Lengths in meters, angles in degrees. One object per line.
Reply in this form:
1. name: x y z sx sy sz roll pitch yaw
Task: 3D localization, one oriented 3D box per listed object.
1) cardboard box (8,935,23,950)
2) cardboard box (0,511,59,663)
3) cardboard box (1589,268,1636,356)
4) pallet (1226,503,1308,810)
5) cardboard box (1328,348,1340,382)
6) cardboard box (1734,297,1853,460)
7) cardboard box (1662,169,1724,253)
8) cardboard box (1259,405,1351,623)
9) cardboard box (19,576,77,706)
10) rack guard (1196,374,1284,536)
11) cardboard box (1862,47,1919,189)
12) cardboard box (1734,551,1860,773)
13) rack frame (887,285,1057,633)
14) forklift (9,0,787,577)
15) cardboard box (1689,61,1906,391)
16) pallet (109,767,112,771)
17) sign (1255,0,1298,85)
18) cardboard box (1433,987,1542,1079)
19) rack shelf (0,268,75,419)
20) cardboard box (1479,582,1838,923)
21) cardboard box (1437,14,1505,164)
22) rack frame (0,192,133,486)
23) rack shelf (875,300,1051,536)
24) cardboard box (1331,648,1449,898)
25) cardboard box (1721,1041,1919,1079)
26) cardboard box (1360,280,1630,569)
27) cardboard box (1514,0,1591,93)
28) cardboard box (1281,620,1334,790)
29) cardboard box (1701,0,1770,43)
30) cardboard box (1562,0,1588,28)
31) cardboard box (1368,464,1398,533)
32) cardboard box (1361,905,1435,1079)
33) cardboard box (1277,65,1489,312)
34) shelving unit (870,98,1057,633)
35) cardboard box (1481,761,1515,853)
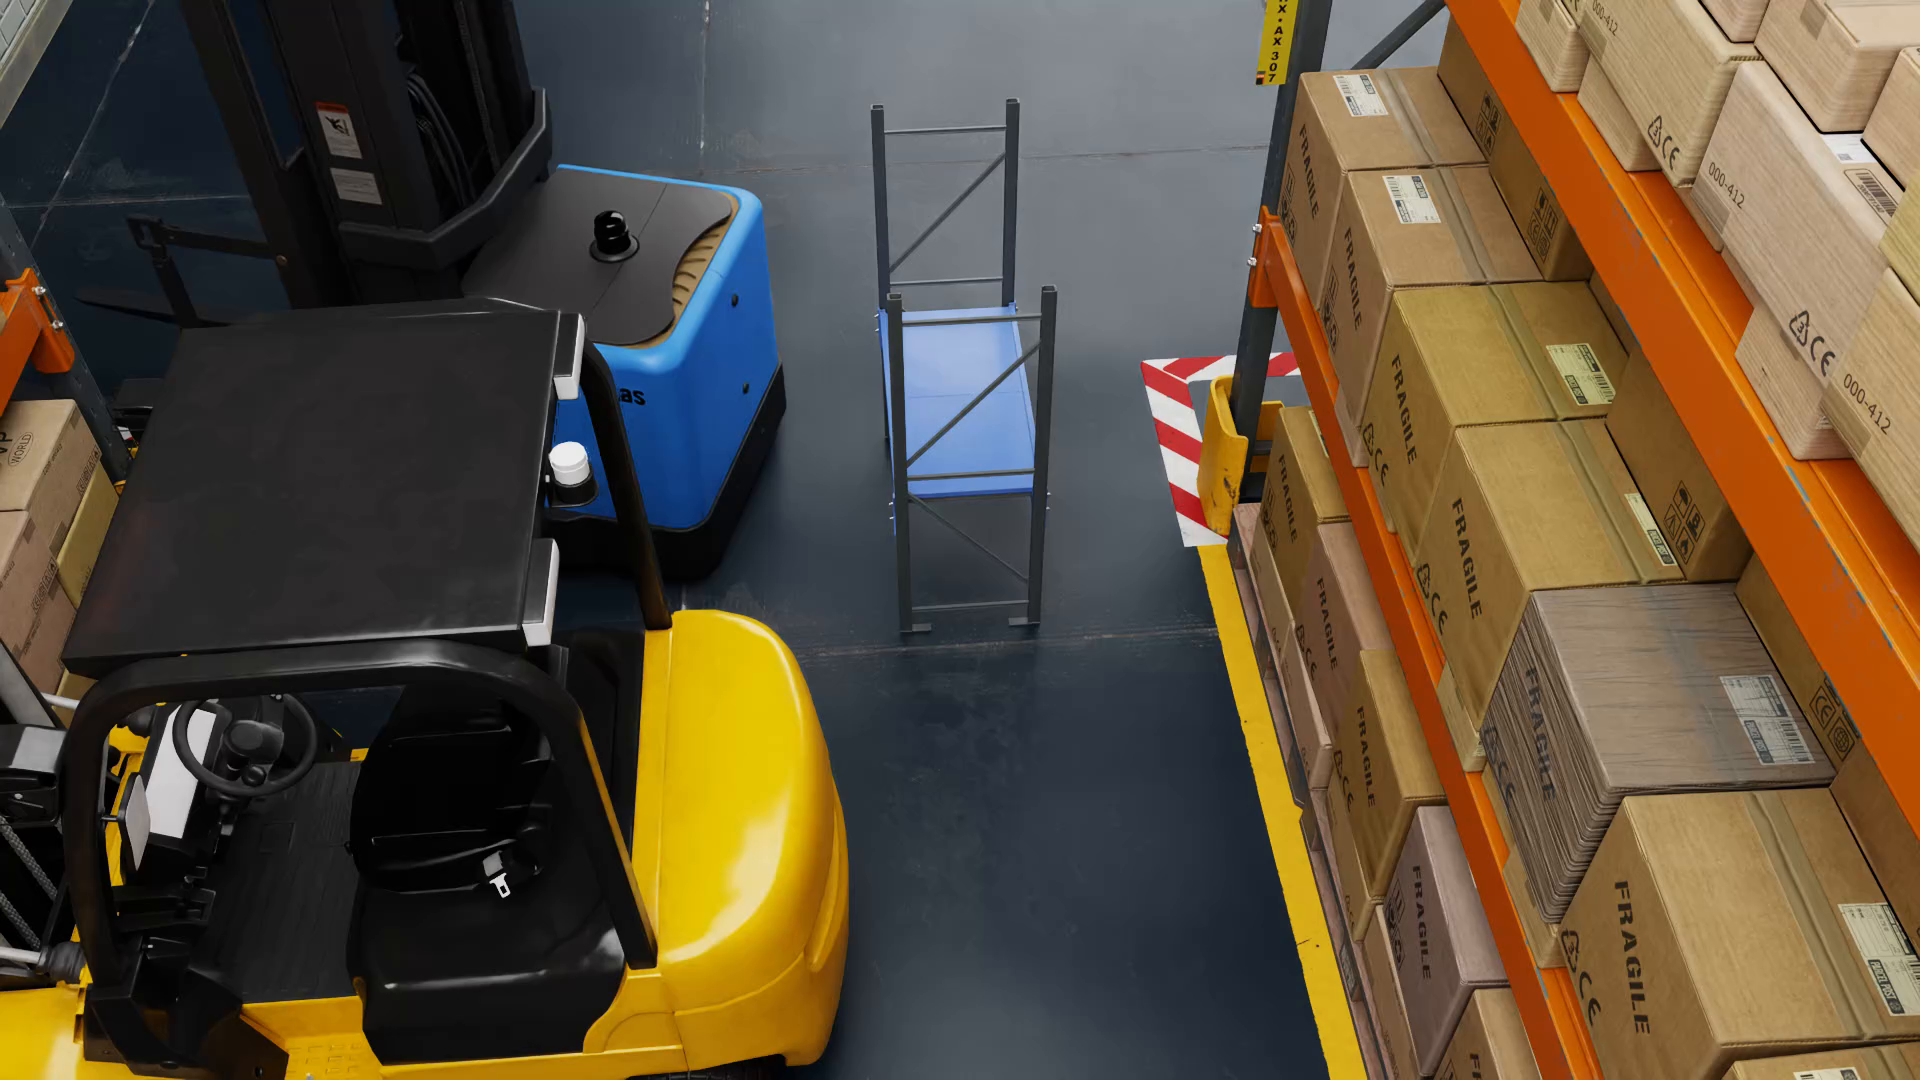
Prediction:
1. cardboard box: -2.957 1.265 4.591 0.500 0.250 0.500 -2 47 -2
2. cardboard box: -3.044 0.186 4.923 0.500 0.250 0.500 -3 47 -3
3. cardboard box: 1.945 -0.653 3.840 0.700 0.500 0.500 -4 47 -4
4. pallet: 1.543 0.345 5.778 1.003 0.211 1.213 -3 47 -3
5. cardboard box: 1.303 -0.535 4.864 0.380 0.149 0.250 -5 47 -5
6. cardboard box: 1.437 -0.265 2.542 0.380 0.149 0.250 -2 47 -2
7. cardboard box: 1.474 -0.644 2.901 0.380 0.149 0.250 -4 47 -4
8. cardboard box: 1.299 -0.098 5.365 0.500 0.500 0.500 -5 47 -5
9. cardboard box: -3.058 0.372 5.092 0.500 0.250 0.500 -4 47 -4
10. rack guard: 1.510 -0.344 6.232 1.175 0.500 0.348 -3 47 -3
11. cardboard box: 1.492 -0.553 2.265 0.380 0.149 0.250 -4 47 -4
12. cardboard box: 1.982 0.088 3.139 0.700 0.500 0.500 -4 47 -4
13. rack frame: 0.035 -0.210 5.416 0.500 1.500 0.032 -3 47 -3
14. forklift: -2.267 -1.423 5.579 3.031 2.935 1.130 9 47 9
15. cardboard box: 1.462 -0.485 2.476 0.500 0.250 0.500 -4 47 -4
16. pallet: -3.336 0.555 5.579 1.003 0.211 1.213 -3 47 -3
17. sign: 0.963 -1.523 5.030 0.100 0.325 0.005 -3 47 -3
18. cardboard box: 1.478 1.399 3.947 0.500 0.500 0.500 -3 47 -3
19. rack shelf: -3.274 0.740 3.979 1.077 0.370 4.000 -3 47 -3
20. cardboard box: 1.456 0.445 3.489 0.500 0.500 0.500 -2 47 -2
21. cardboard box: 1.764 -1.383 4.531 0.700 0.500 0.500 -5 47 -4
22. rack frame: -3.442 -0.954 5.088 1.000 3.000 0.127 -3 47 -3
23. rack shelf: -0.007 -0.454 5.895 0.538 0.185 1.000 -3 47 -3
24. cardboard box: 1.381 0.644 4.663 0.500 0.500 0.500 -3 47 -3
25. cardboard box: 1.554 1.192 2.781 0.500 0.500 0.500 -5 47 -4
26. cardboard box: 1.358 -0.293 4.187 0.500 0.500 0.500 -4 47 -4
27. cardboard box: 1.320 -1.009 3.247 0.380 0.149 0.250 -3 47 -3
28. cardboard box: 1.331 0.513 5.303 0.500 0.250 0.500 -2 47 -2
29. cardboard box: 1.370 -0.916 2.609 0.380 0.149 0.250 -3 47 -3
30. cardboard box: 1.381 -1.223 3.175 0.500 0.250 0.500 -2 47 -2
31. cardboard box: 1.334 -0.164 4.512 0.380 0.149 0.250 -2 47 -2
32. cardboard box: 1.429 1.272 4.584 0.500 0.250 0.500 -3 47 -3
33. cardboard box: 1.267 -1.036 4.891 0.500 0.500 0.500 -4 47 -4
34. shelving unit: -0.007 -0.577 5.764 0.538 1.500 1.048 -3 47 -3
35. cardboard box: 1.428 0.586 3.802 0.380 0.149 0.250 -4 47 -4
